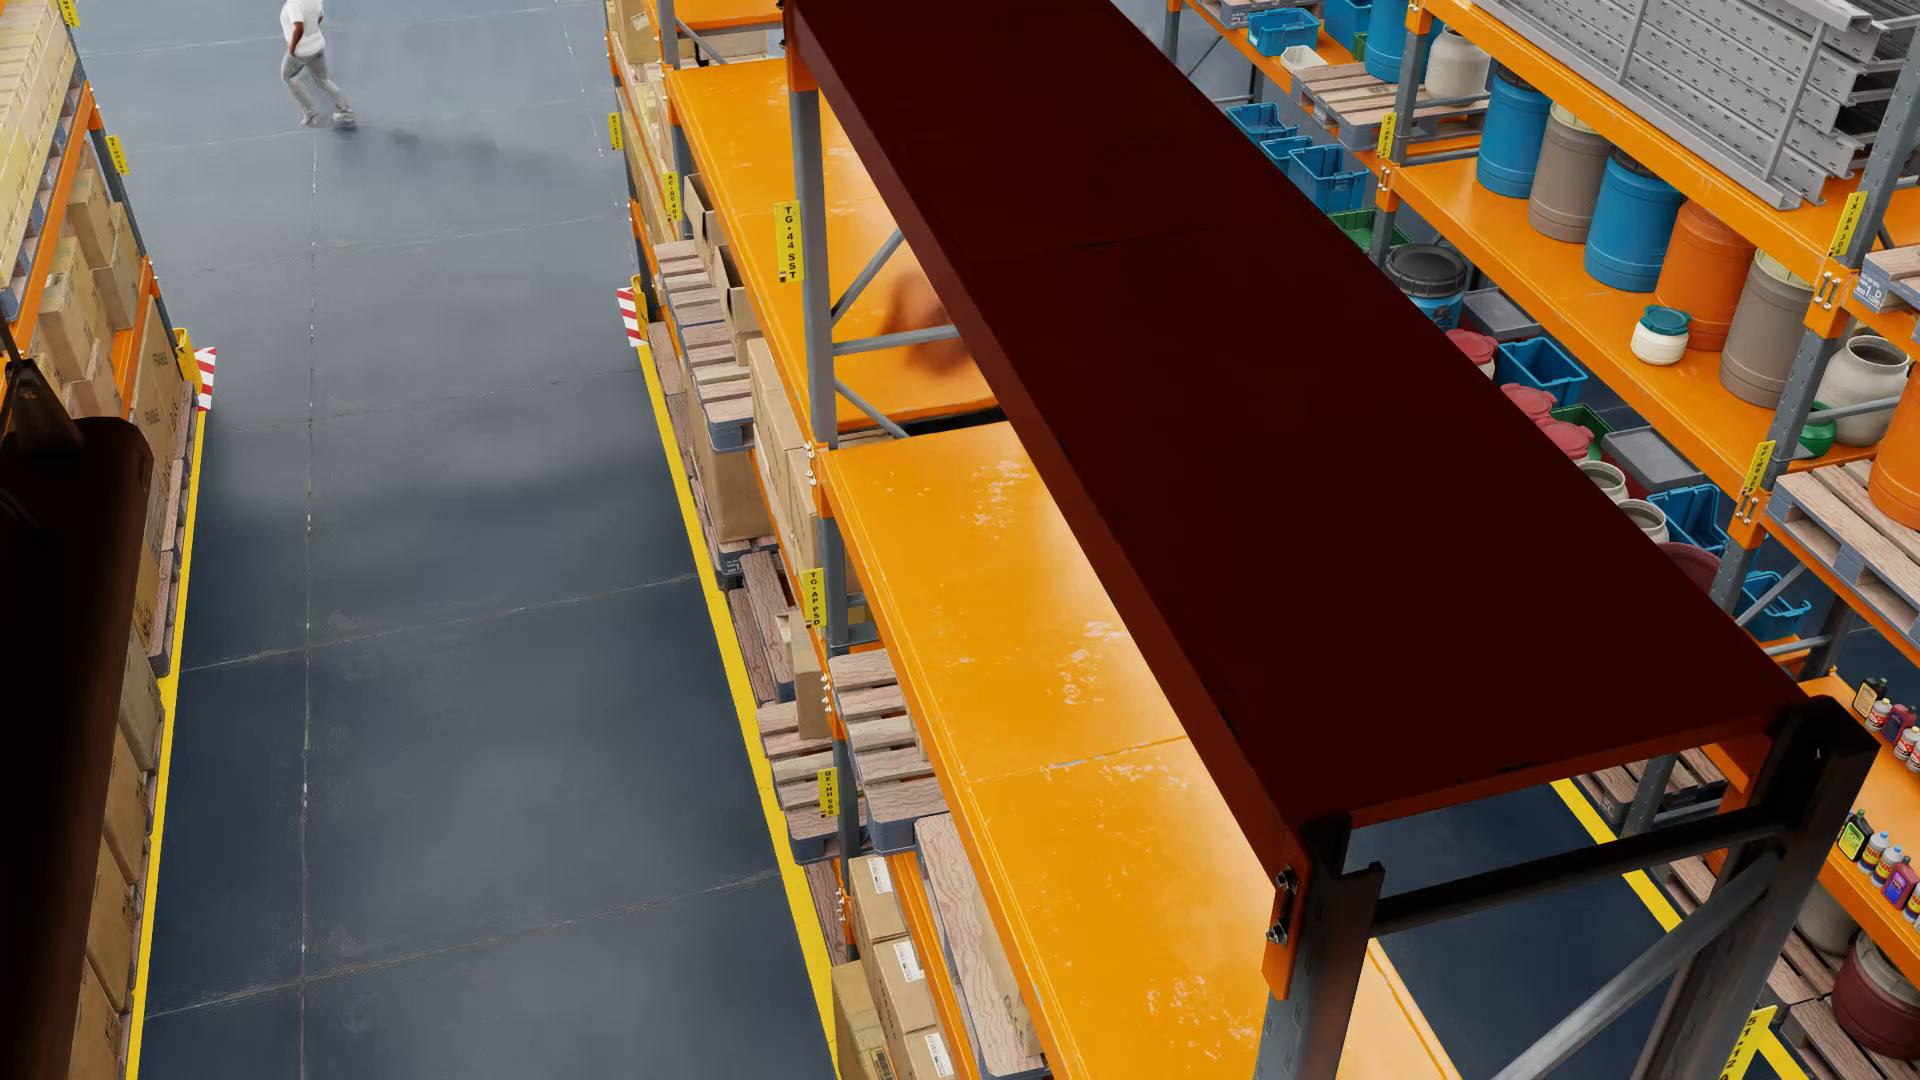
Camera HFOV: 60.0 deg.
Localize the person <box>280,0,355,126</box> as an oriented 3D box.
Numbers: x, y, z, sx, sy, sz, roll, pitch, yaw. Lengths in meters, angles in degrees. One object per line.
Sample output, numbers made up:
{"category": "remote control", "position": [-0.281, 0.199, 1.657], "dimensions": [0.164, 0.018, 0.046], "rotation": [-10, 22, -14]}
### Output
{"category": "person", "position": [-7.153, -5.352, 18.200], "dimensions": [0.736, 1.794, 0.707], "rotation": [14, 41, 17]}
